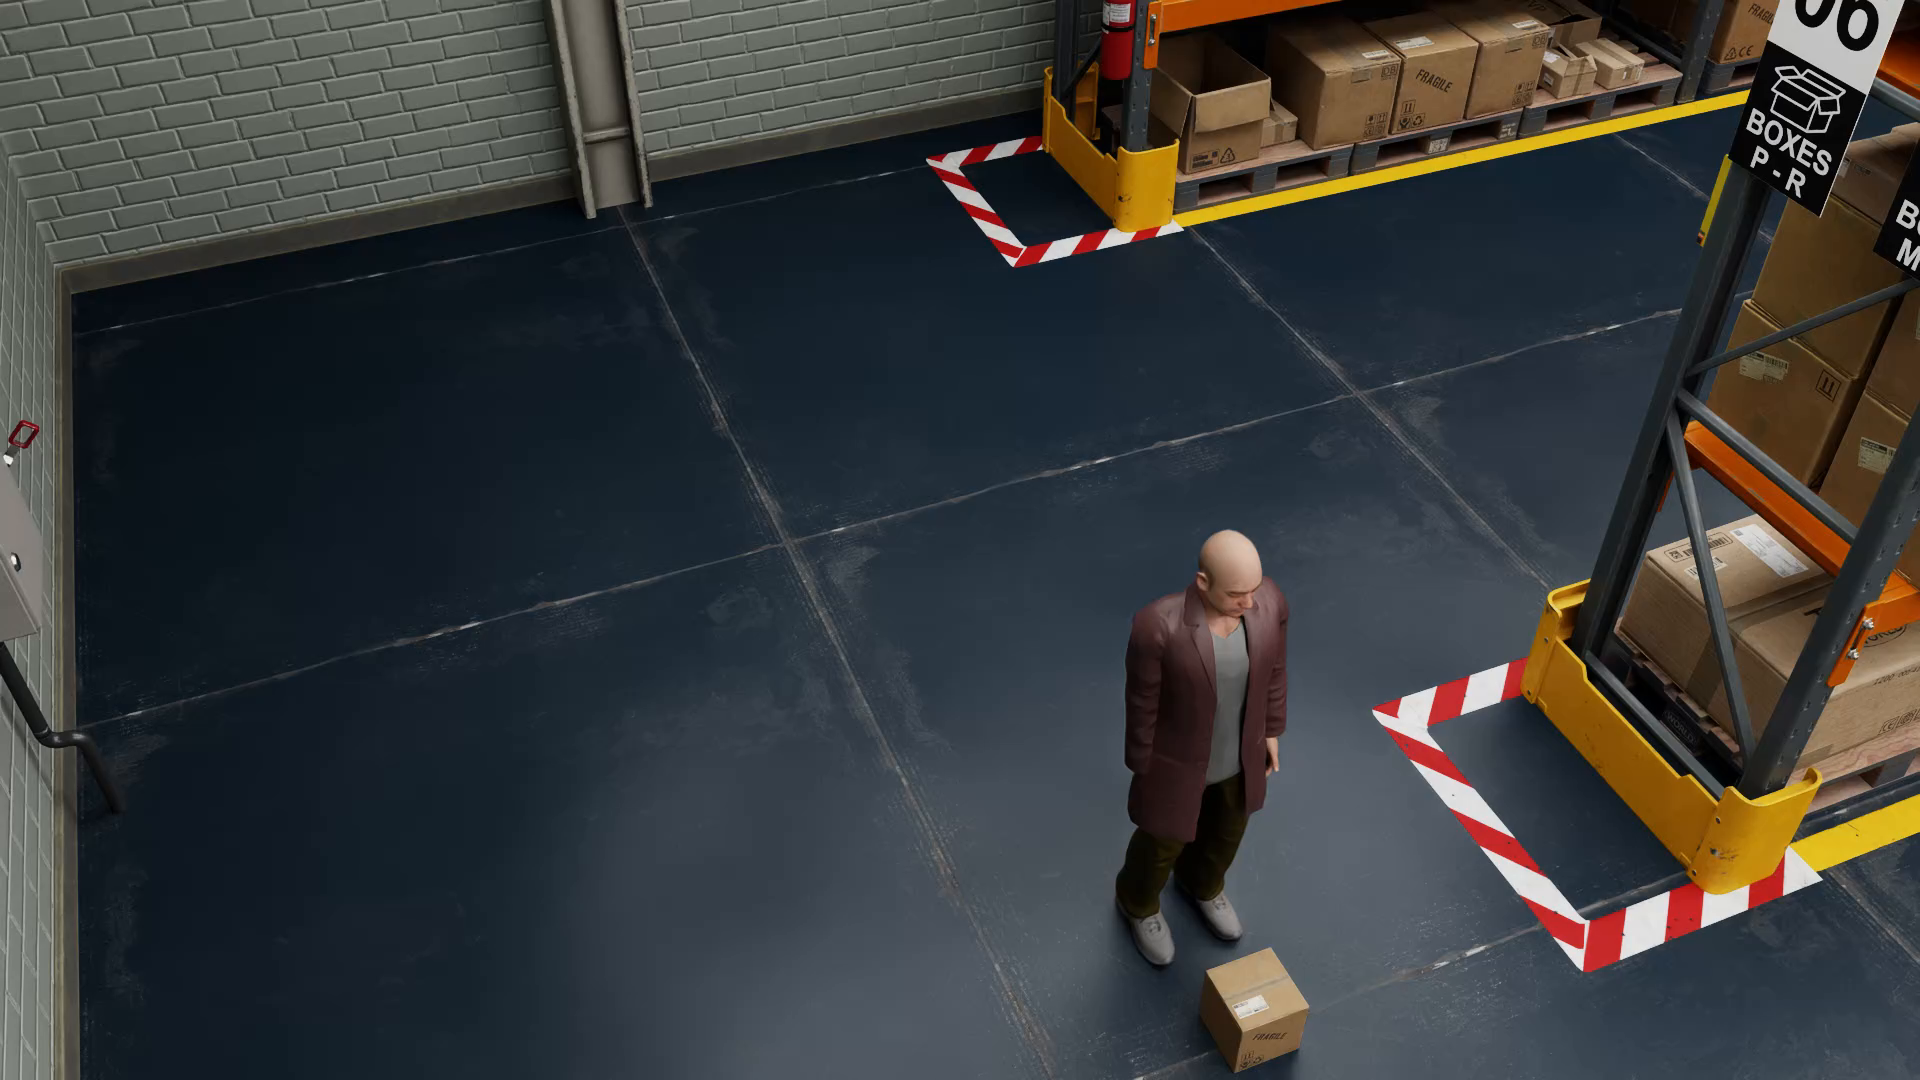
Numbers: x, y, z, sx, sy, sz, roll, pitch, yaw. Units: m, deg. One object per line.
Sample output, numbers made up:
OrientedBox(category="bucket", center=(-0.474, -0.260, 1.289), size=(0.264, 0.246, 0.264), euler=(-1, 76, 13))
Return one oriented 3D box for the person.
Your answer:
OrientedBox(category="person", center=(0.801, 0.681, 5.396), size=(0.563, 1.774, 0.384), euler=(-14, 43, -16))
